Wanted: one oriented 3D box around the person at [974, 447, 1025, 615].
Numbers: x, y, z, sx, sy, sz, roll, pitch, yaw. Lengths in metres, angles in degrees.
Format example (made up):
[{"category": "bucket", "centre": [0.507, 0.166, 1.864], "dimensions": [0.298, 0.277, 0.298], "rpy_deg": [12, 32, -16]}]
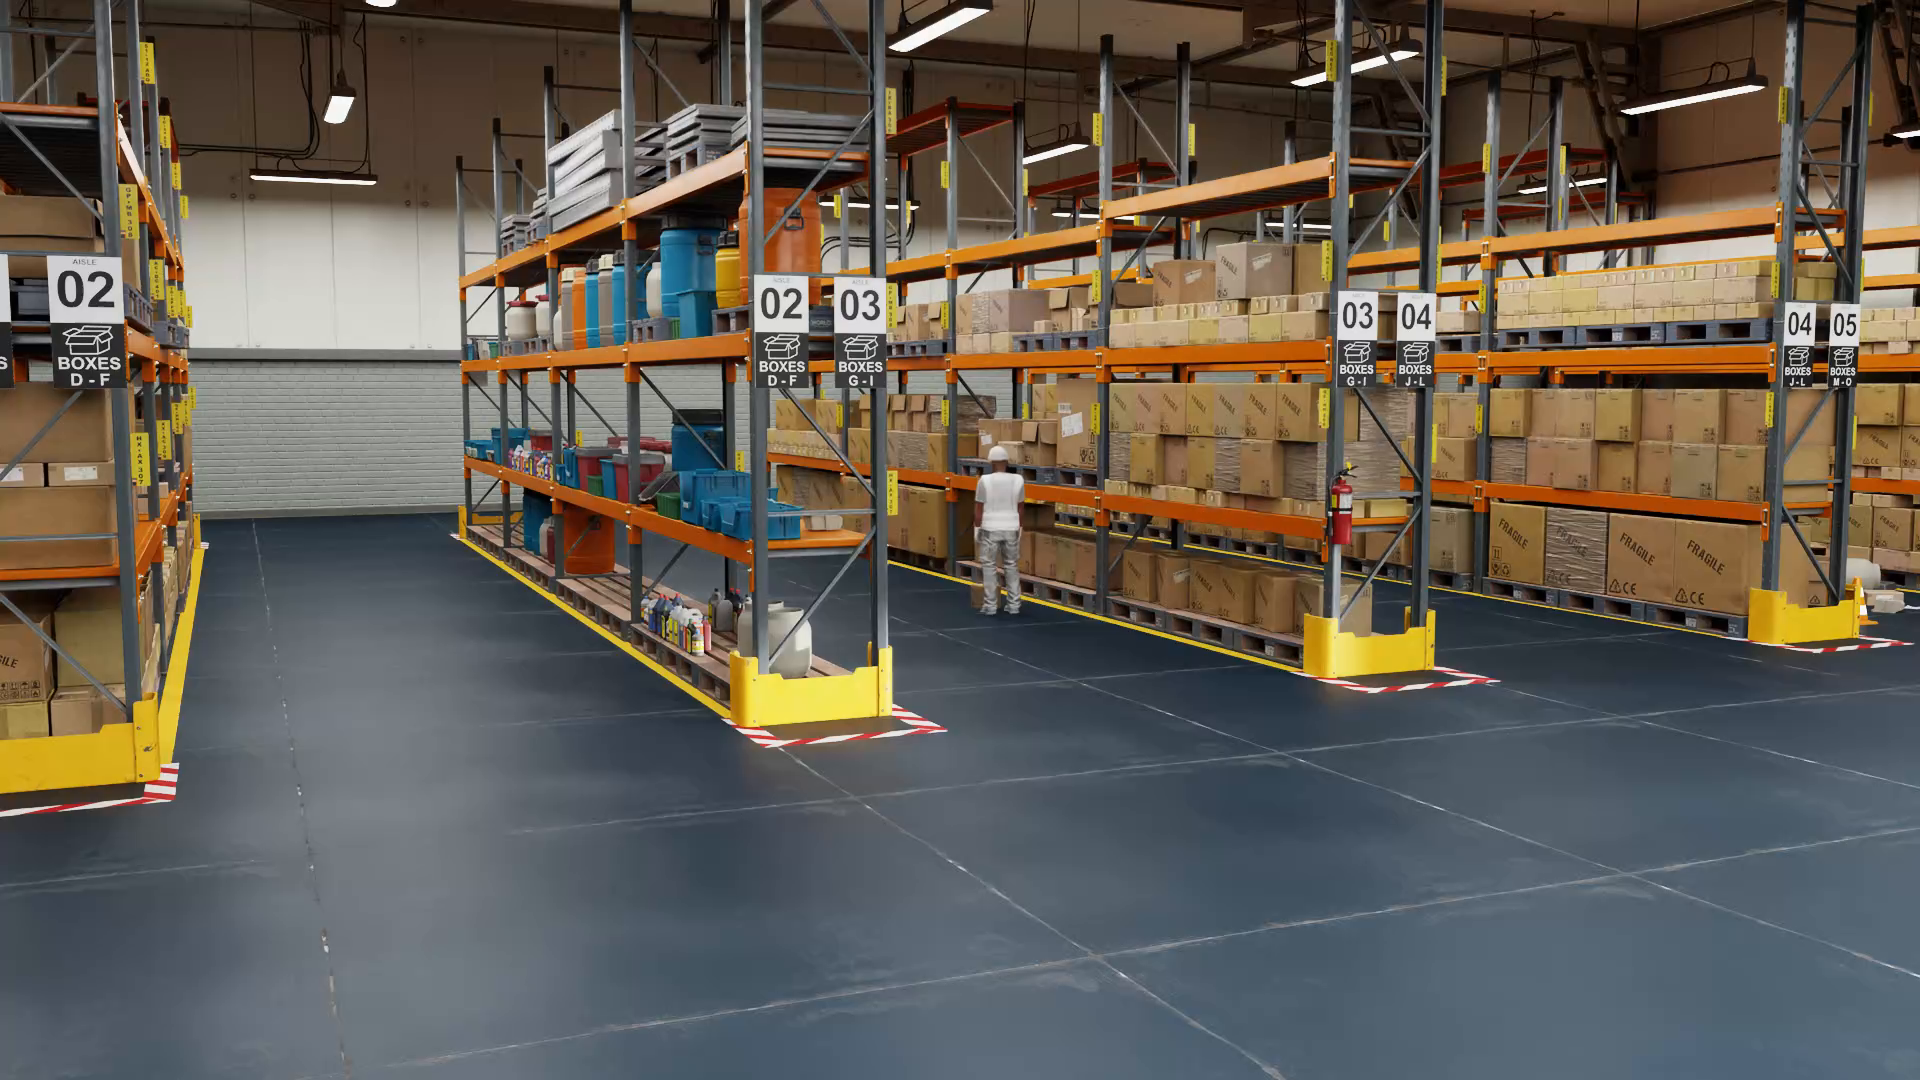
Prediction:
[{"category": "person", "centre": [0.411, -0.100, 17.695], "dimensions": [0.548, 1.776, 0.359], "rpy_deg": [-1, 6, -15]}]
